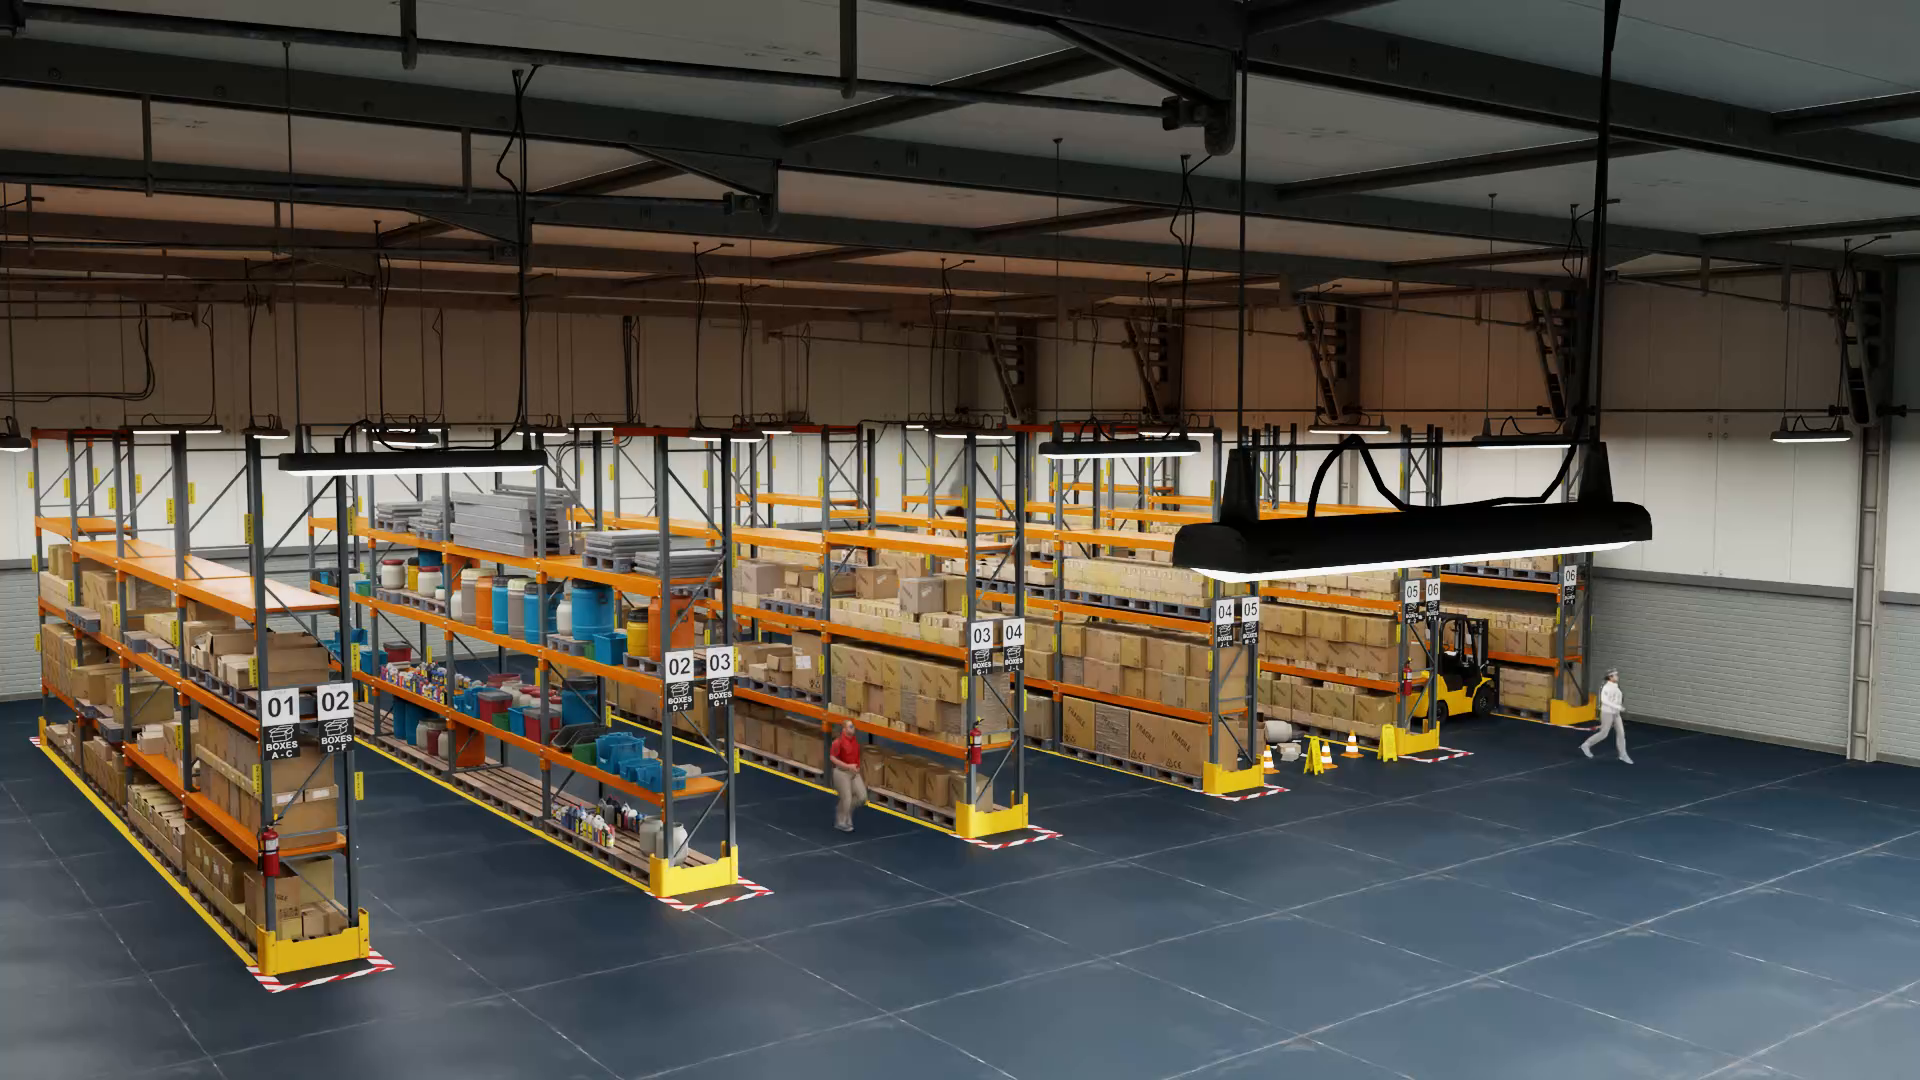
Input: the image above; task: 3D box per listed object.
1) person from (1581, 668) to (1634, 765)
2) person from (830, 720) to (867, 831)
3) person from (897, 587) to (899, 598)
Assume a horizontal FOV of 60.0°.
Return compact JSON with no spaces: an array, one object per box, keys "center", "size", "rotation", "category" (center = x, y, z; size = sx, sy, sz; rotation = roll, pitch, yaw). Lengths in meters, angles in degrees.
[{"center":[11.697,3.133,29.895],"size":[0.947,1.692,0.657],"rotation":[4,6,42],"category":"person"},{"center":[-1.654,3.529,24.897],"size":[0.584,1.693,0.660],"rotation":[3,6,37],"category":"person"},{"center":[-1.637,1.964,44.797],"size":[0.558,1.714,0.772],"rotation":[0,4,1],"category":"person"}]
